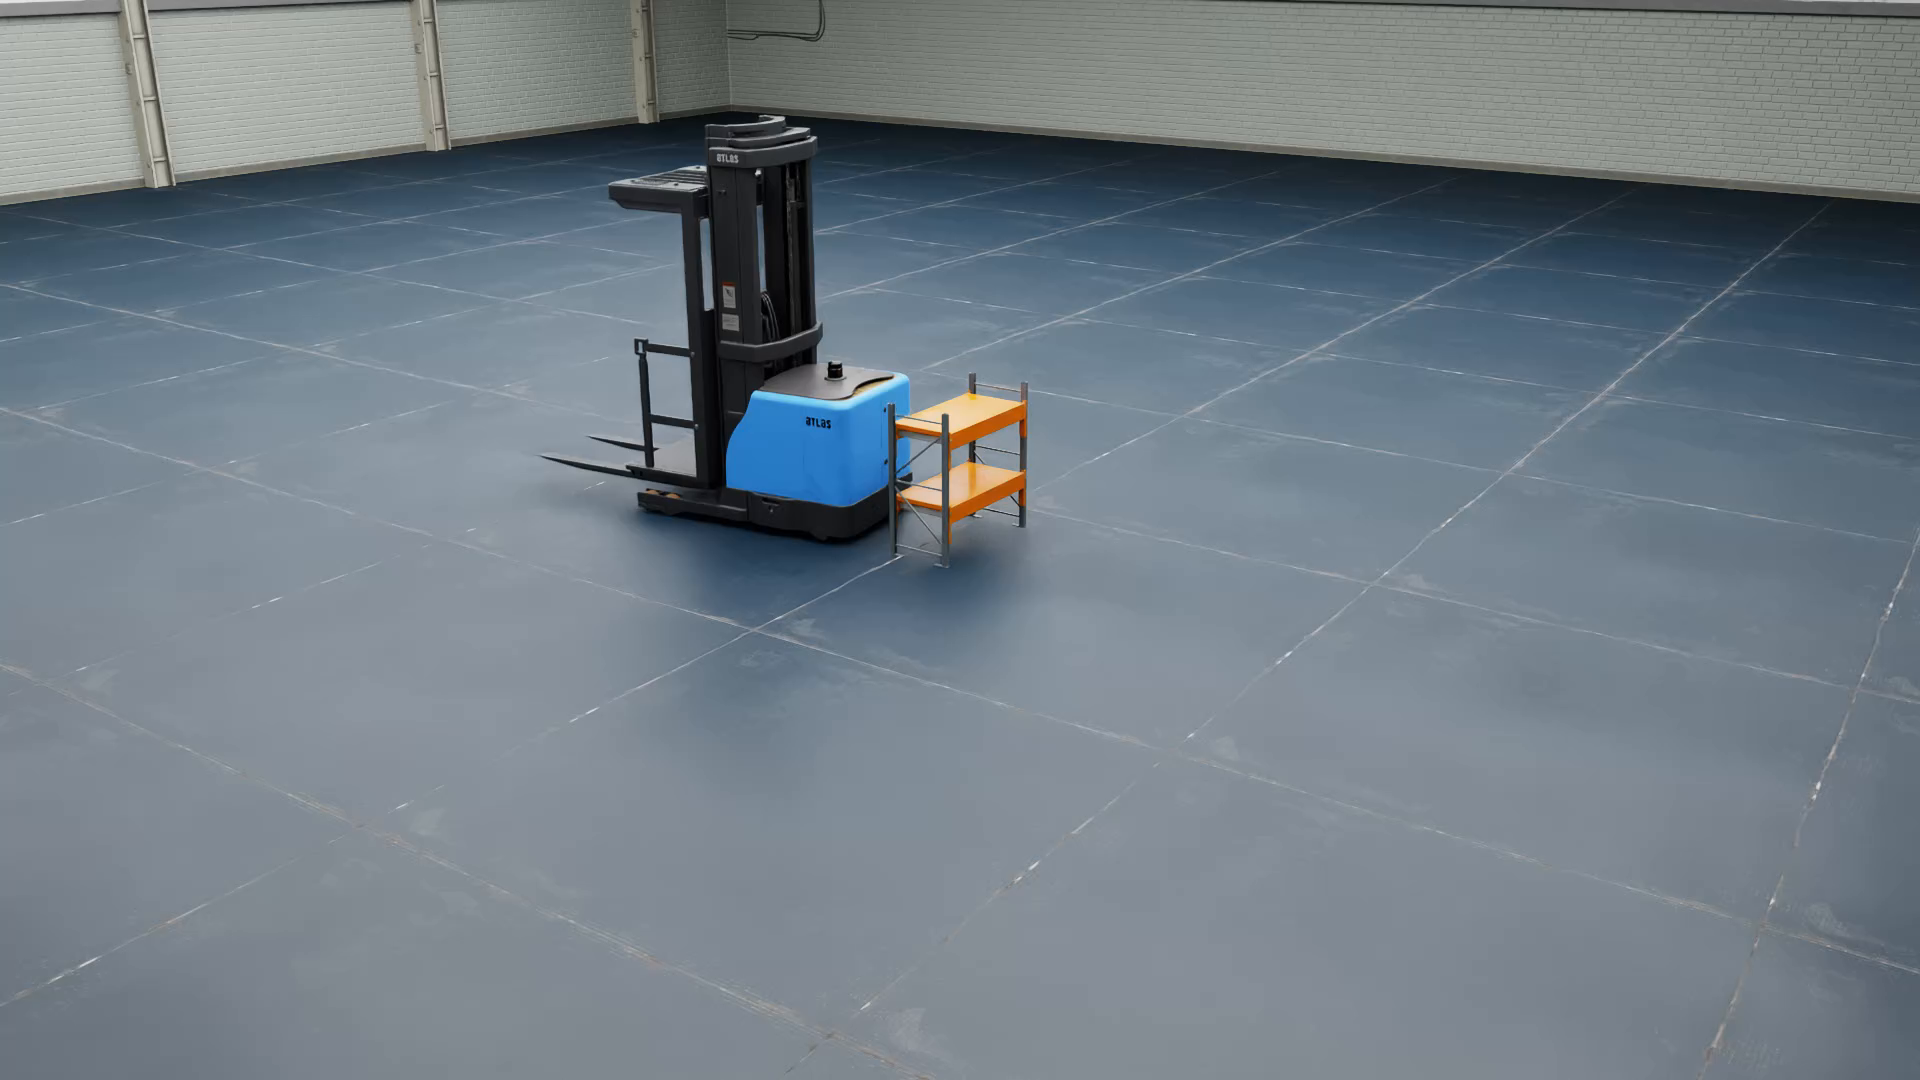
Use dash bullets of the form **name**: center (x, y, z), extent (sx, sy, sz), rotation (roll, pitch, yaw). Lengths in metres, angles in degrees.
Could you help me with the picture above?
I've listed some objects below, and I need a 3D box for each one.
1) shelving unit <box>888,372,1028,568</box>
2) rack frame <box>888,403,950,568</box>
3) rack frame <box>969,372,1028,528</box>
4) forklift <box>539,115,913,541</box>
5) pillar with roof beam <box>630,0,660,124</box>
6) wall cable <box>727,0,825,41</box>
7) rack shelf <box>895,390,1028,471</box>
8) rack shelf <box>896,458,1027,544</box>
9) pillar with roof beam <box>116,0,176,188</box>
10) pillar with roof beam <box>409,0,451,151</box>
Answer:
- **shelving unit**: center (-0.004, -0.526, 12.065), extent (0.538, 1.125, 1.048), rotation (13, 24, 32)
- **rack frame**: center (-0.290, -0.380, 11.670), extent (0.500, 1.125, 0.032), rotation (13, 24, 32)
- **rack frame**: center (0.282, -0.671, 12.459), extent (0.500, 1.125, 0.032), rotation (13, 24, 32)
- **forklift**: center (-1.915, -1.712, 12.668), extent (3.031, 2.935, 1.130), rotation (10, 23, 26)
- **pillar with roof beam**: center (-3.593, -12.982, 34.389), extent (9.100, 9.000, 0.400), rotation (13, 24, 32)
- **wall cable**: center (-4.404, -12.952, 38.786), extent (3.097, 2.526, 0.112), rotation (13, 24, 32)
- **rack shelf**: center (-0.004, -0.800, 11.963), extent (0.538, 0.278, 1.000), rotation (13, 24, 32)
- **rack shelf**: center (-0.004, -0.296, 12.149), extent (0.538, 0.278, 1.000), rotation (13, 24, 32)
- **pillar with roof beam**: center (-10.339, -9.539, 25.081), extent (9.100, 9.000, 0.400), rotation (13, 24, 32)
- **pillar with roof beam**: center (-6.966, -11.260, 29.735), extent (9.100, 9.000, 0.400), rotation (13, 24, 32)
